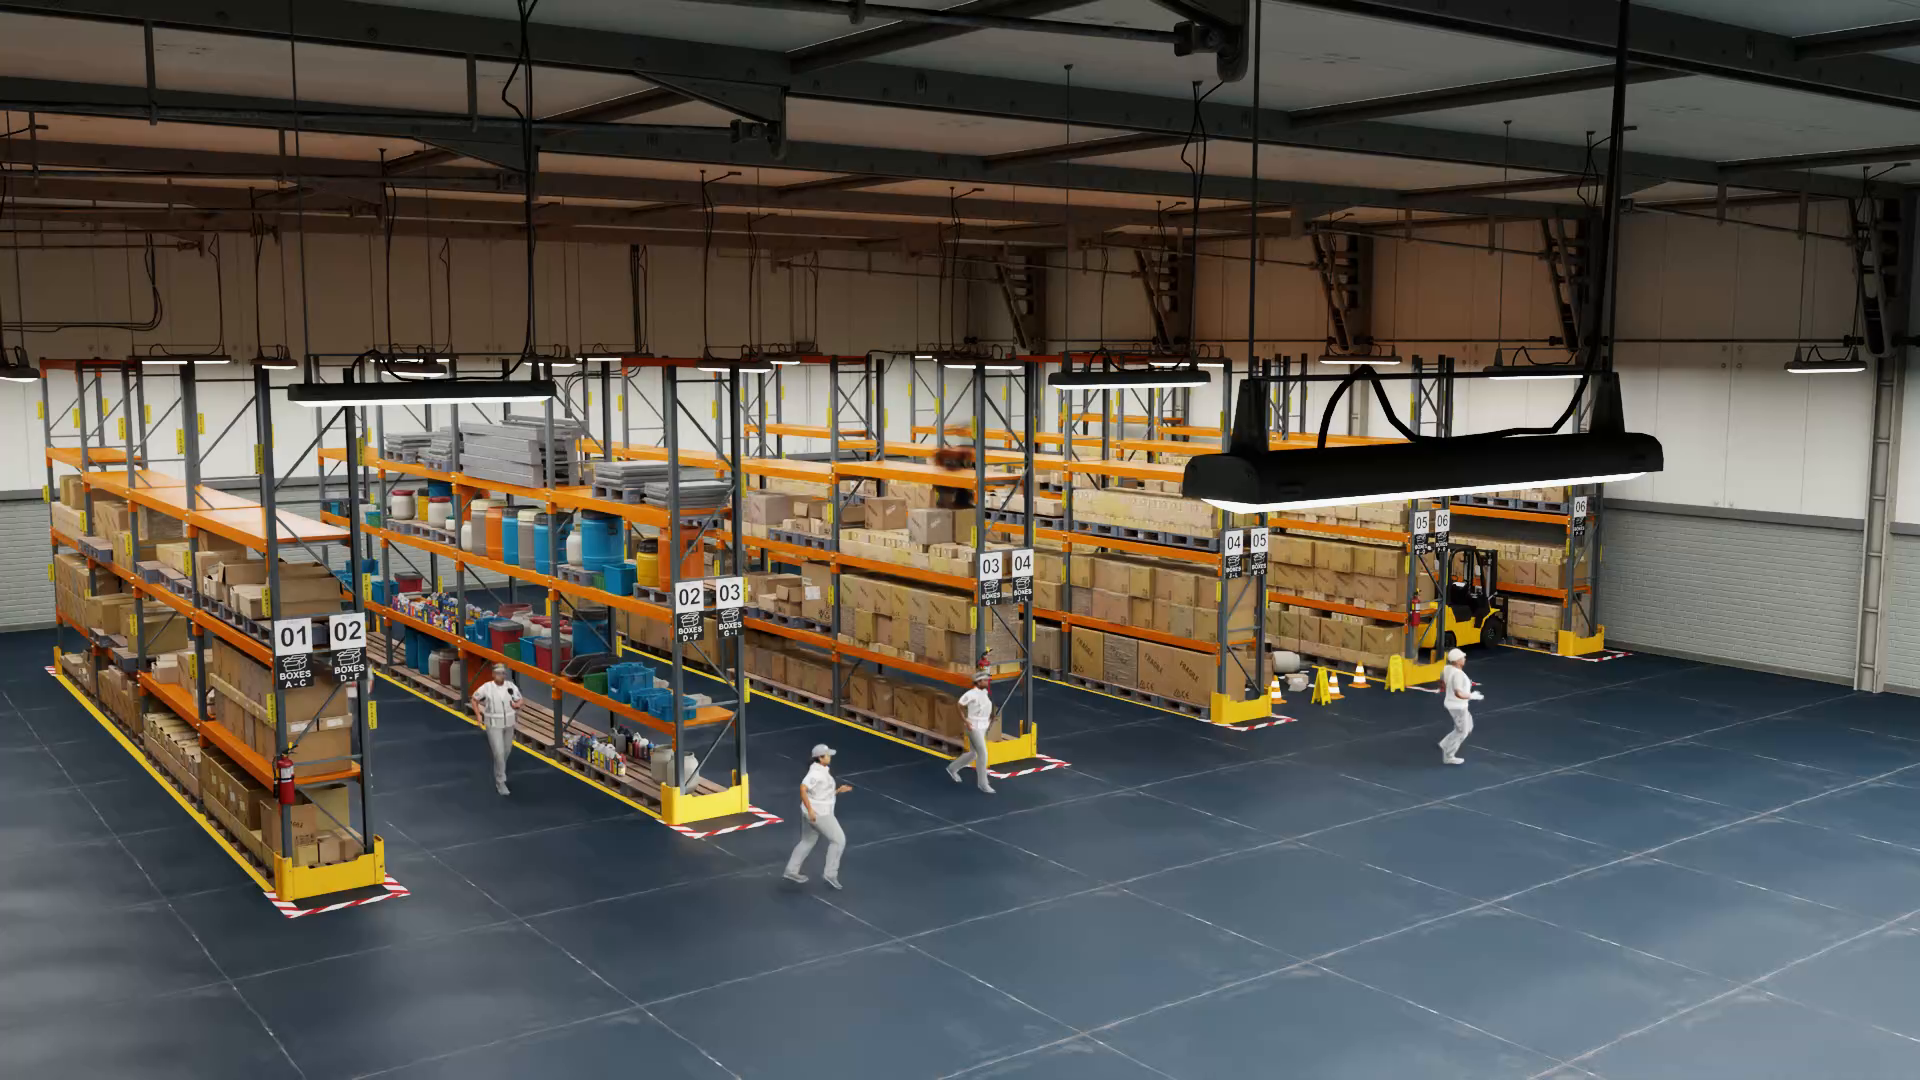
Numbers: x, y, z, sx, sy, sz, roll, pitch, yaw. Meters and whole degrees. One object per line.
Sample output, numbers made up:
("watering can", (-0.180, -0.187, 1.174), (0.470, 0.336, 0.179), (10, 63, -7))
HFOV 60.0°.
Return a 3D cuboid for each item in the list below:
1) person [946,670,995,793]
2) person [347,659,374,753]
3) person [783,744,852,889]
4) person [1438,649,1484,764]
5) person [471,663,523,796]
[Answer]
("person", (0.223, 2.706, 23.609), (0.793, 1.712, 0.604), (4, 8, 28))
("person", (-9.270, 2.414, 25.532), (0.671, 1.834, 0.733), (-6, 9, -41))
("person", (-1.644, 3.212, 19.243), (0.821, 1.724, 0.570), (-2, 7, -16))
("person", (7.487, 2.480, 24.852), (0.589, 1.737, 0.669), (1, 7, 5))
("person", (-6.494, 2.634, 23.483), (0.637, 1.828, 0.830), (-5, 9, -39))
